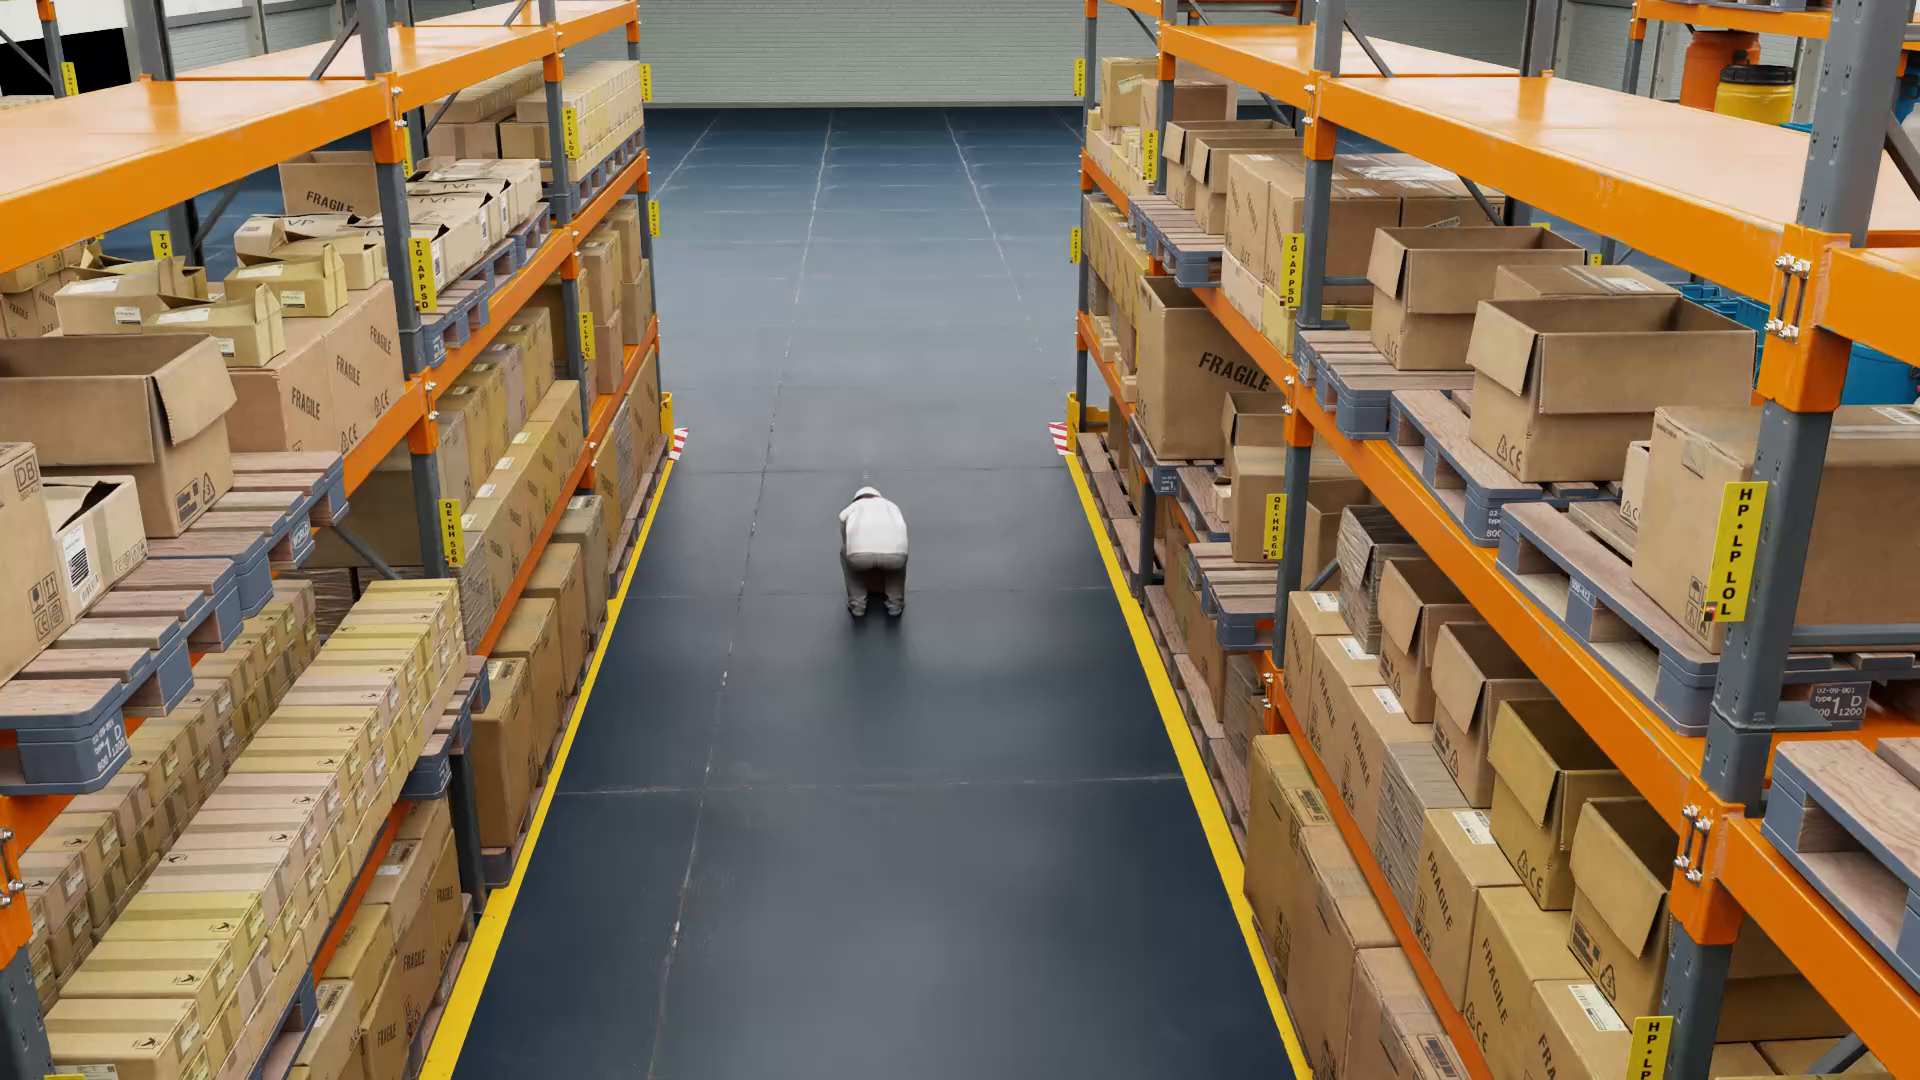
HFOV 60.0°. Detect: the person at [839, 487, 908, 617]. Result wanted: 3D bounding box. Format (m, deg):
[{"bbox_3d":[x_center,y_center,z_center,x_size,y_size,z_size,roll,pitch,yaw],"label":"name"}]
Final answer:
[{"bbox_3d":[-0.634,0.086,12.258,0.506,0.804,0.997,-2,20,-4],"label":"person"}]
